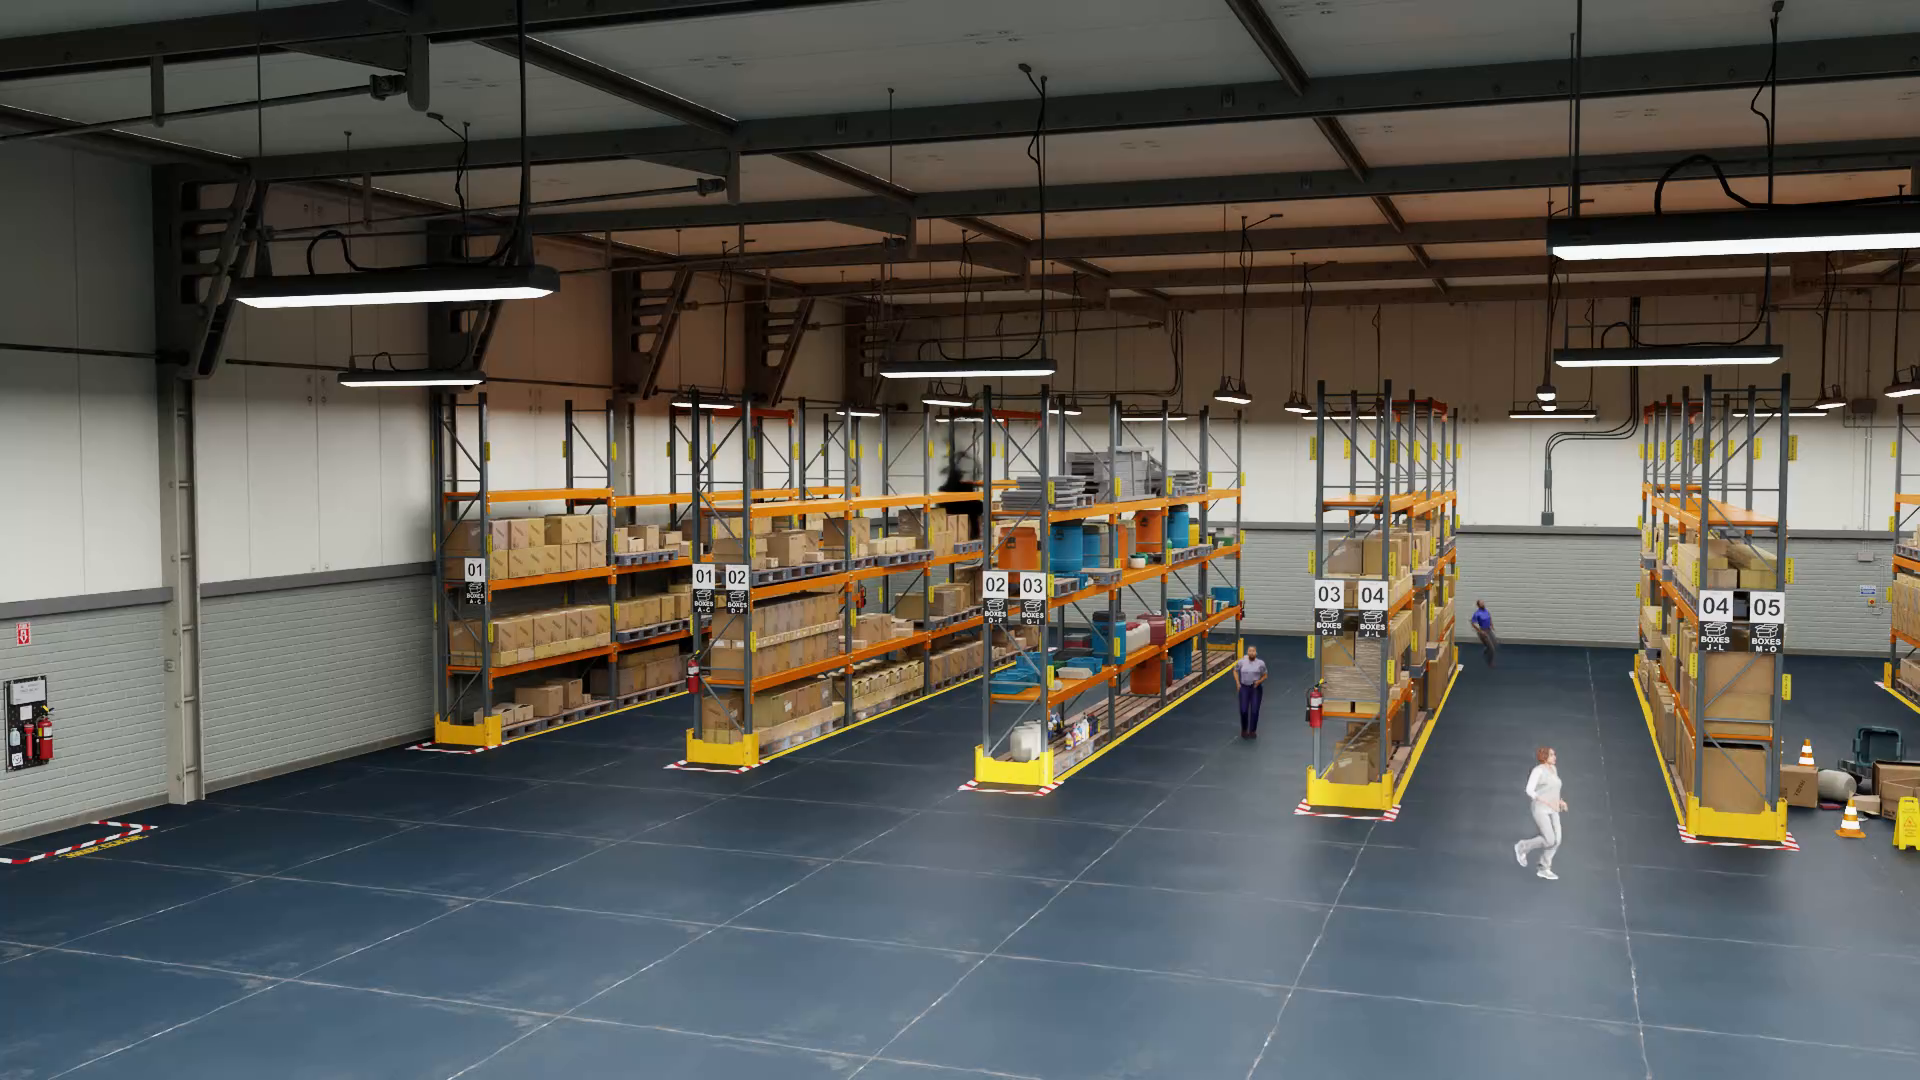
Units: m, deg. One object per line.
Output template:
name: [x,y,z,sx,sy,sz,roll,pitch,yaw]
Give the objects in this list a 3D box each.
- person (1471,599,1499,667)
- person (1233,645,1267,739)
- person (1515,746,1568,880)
person: [12.187,2.161,38.584,0.635,1.562,0.520,-2,4,-32]
person: [5.055,2.663,28.969,0.593,1.659,0.555,0,3,9]
person: [6.835,3.183,19.535,0.529,1.554,0.575,-3,4,-40]
